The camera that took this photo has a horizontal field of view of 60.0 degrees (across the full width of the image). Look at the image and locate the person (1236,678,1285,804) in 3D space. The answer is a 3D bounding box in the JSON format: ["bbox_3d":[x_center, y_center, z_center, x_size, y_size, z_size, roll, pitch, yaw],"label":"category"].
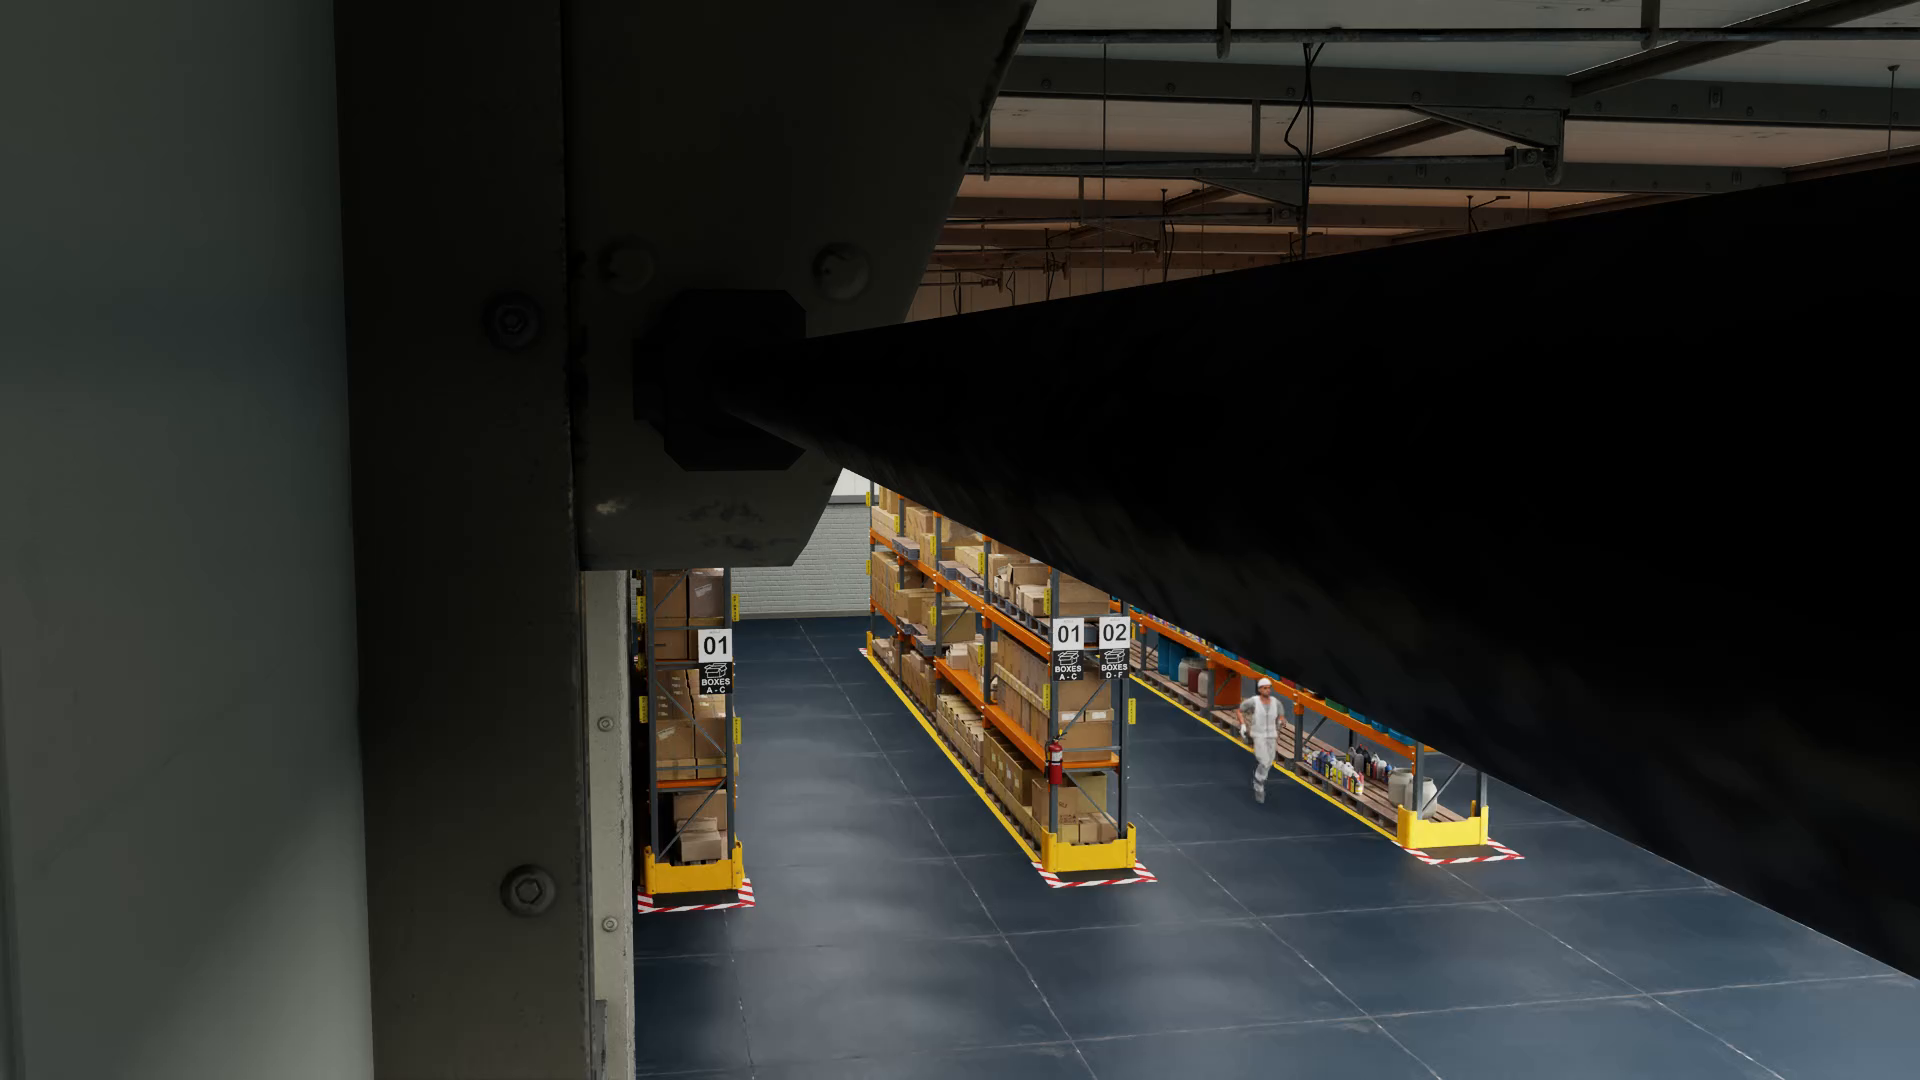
[{"bbox_3d":[4.426,2.916,24.225,0.640,1.821,0.741,-2,6,-17],"label":"person"}]
